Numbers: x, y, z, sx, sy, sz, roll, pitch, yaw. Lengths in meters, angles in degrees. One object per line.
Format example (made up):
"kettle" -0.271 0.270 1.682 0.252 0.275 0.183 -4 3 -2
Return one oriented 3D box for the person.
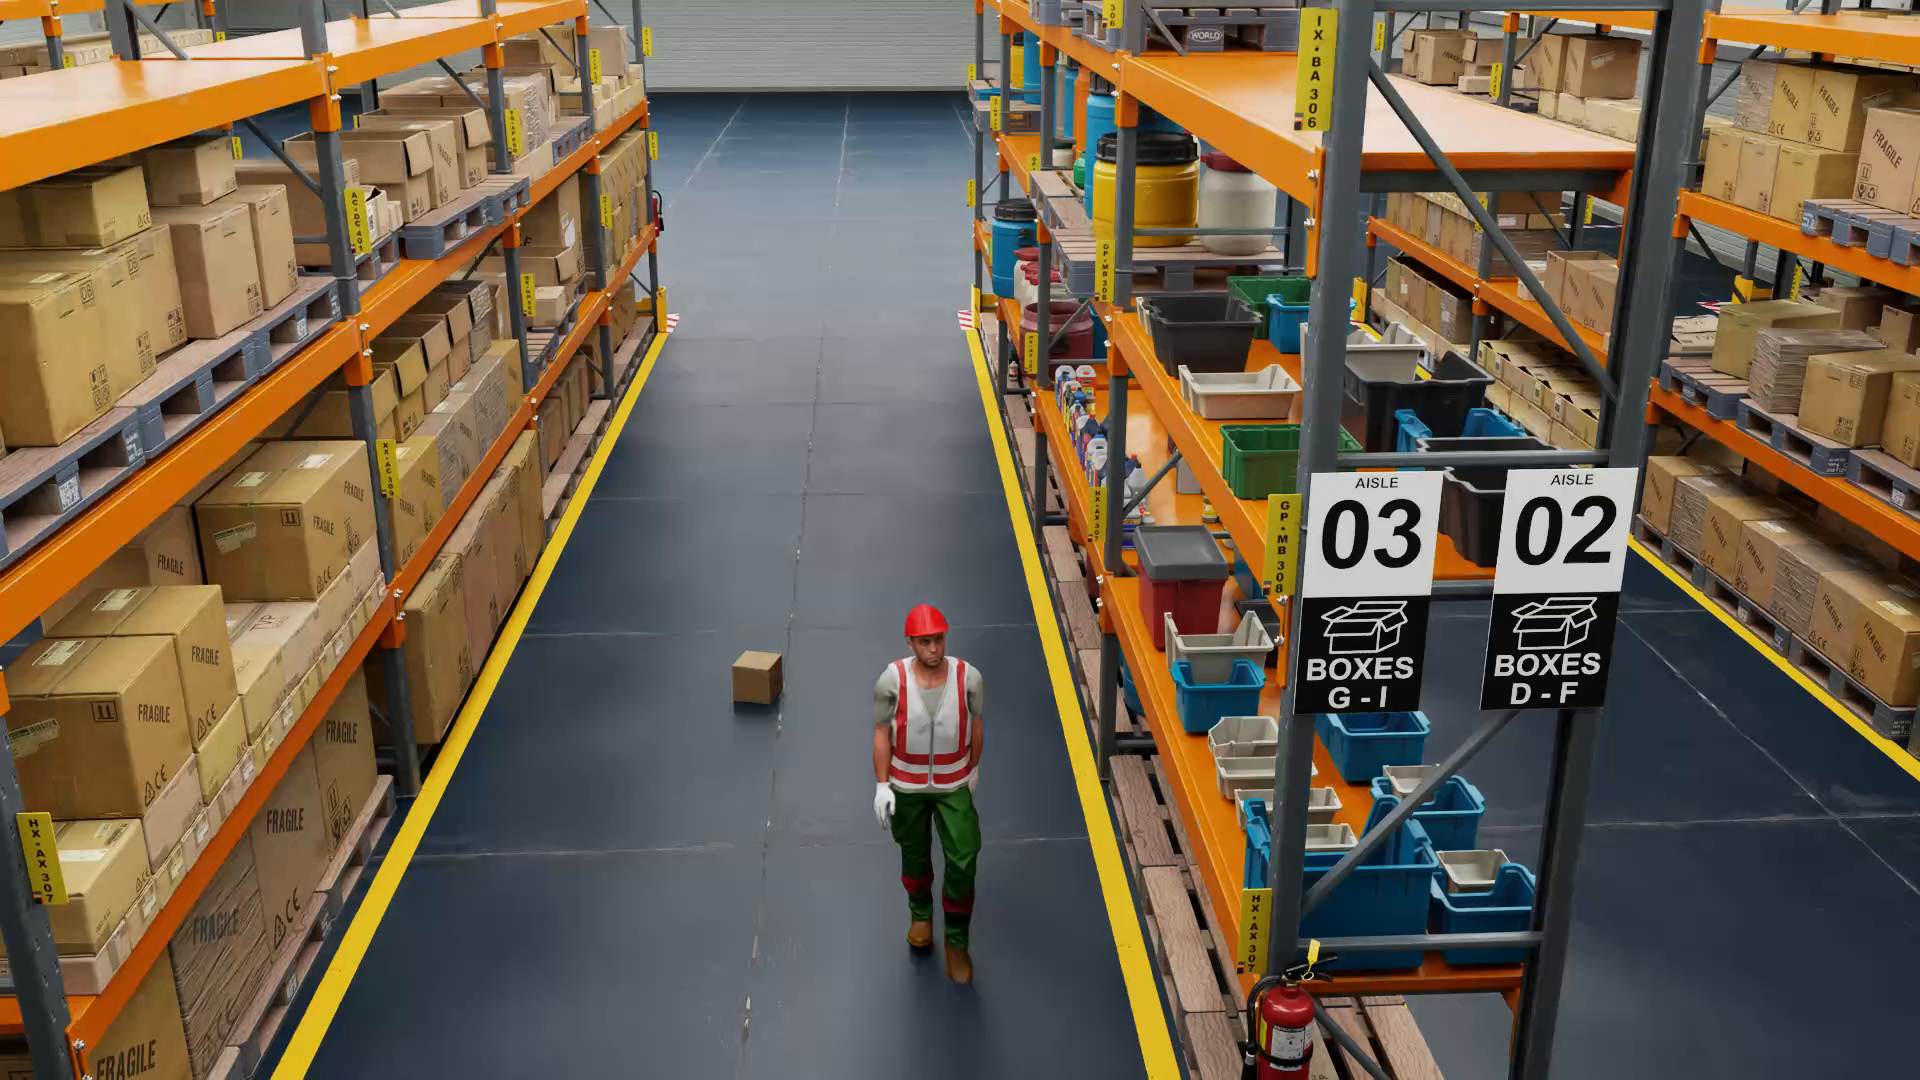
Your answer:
"person" -0.142 1.191 7.826 0.531 1.846 0.538 -1 20 -3
